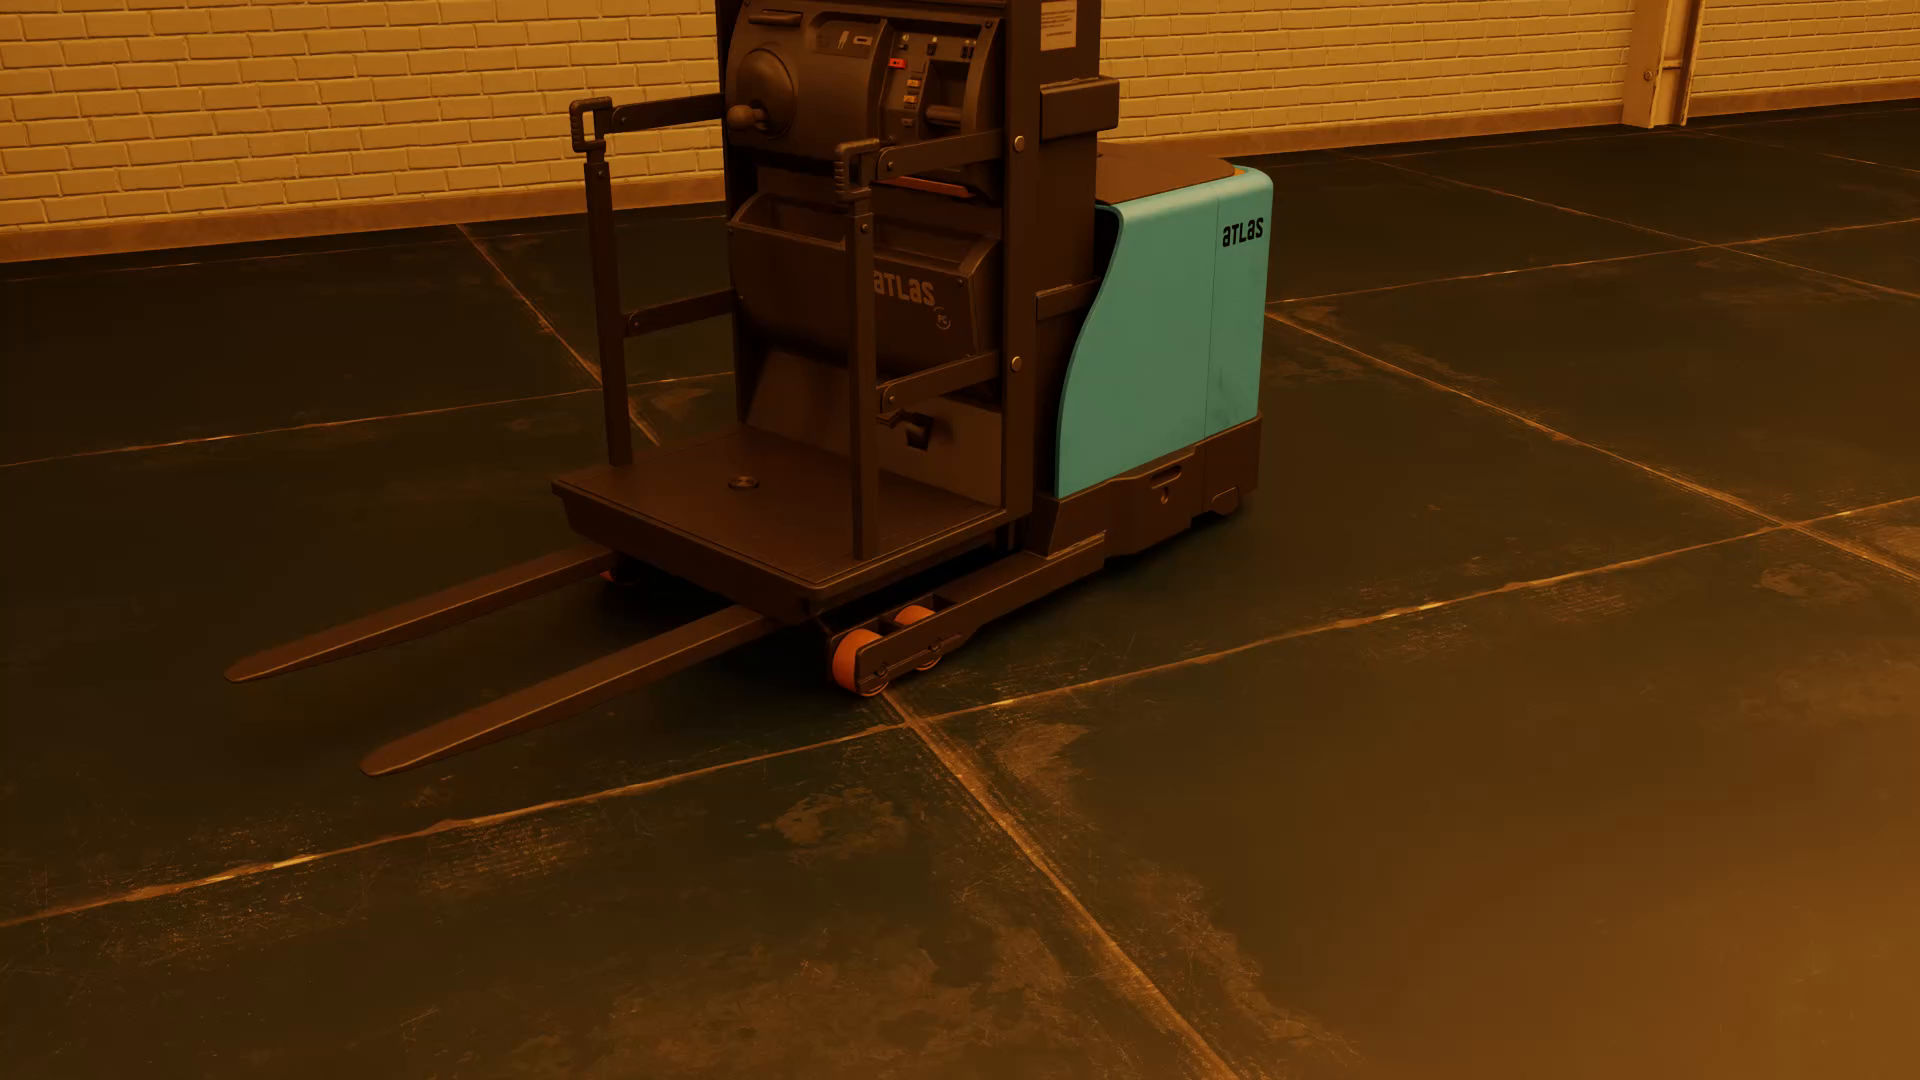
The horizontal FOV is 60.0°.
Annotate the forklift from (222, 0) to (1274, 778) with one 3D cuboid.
[{"bbox_3d":[-0.413,-1.182,4.131,1.130,2.935,3.031,19,29,39],"label":"forklift"}]
